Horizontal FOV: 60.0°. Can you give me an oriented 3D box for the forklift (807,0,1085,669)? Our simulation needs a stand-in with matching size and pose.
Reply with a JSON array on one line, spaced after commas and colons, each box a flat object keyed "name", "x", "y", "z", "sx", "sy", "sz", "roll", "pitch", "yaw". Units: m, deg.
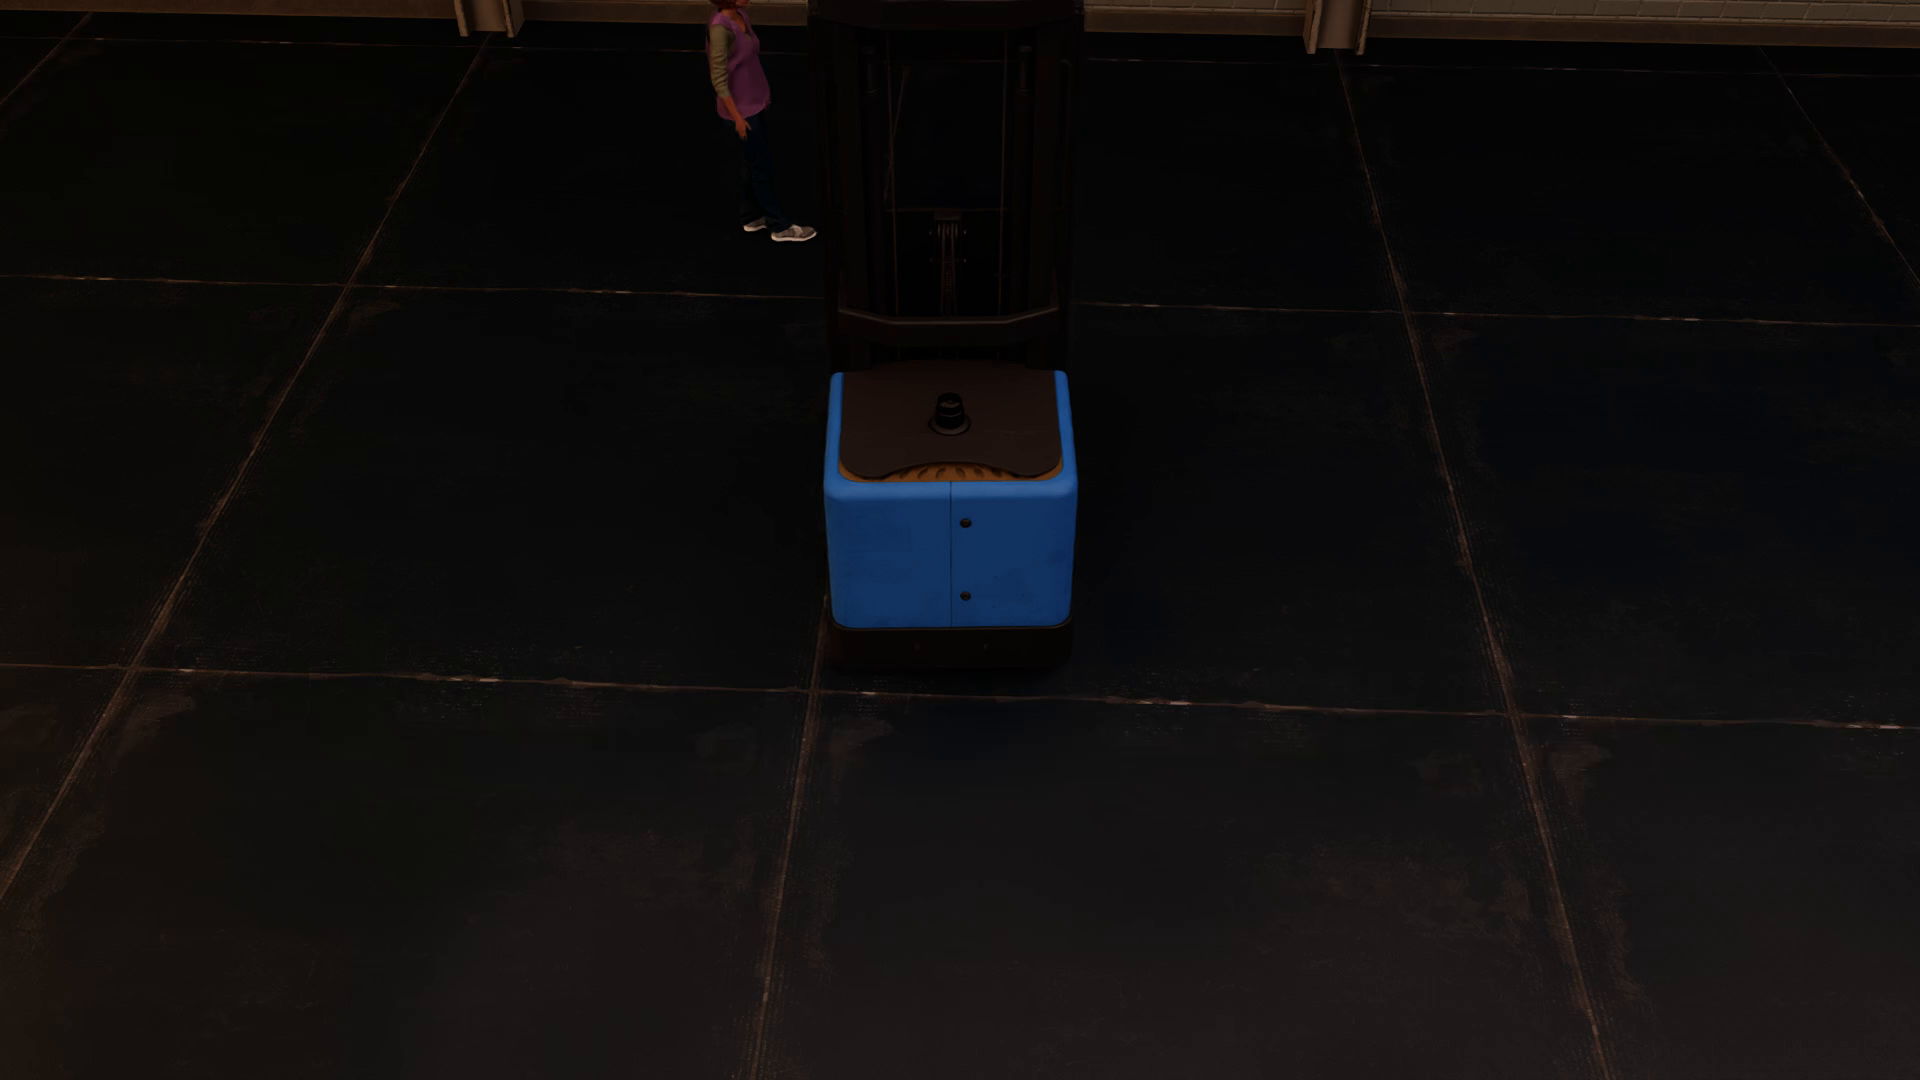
[{"name": "forklift", "x": -0.060, "y": -1.496, "z": 7.380, "sx": 1.130, "sy": 2.935, "sz": 3.031, "roll": -1, "pitch": 42, "yaw": -1}]

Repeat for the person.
[{"name": "person", "x": -1.111, "y": -2.440, "z": 9.407, "sx": 0.543, "sy": 1.598, "sz": 0.497, "roll": 6, "pitch": 43, "yaw": 7}]
